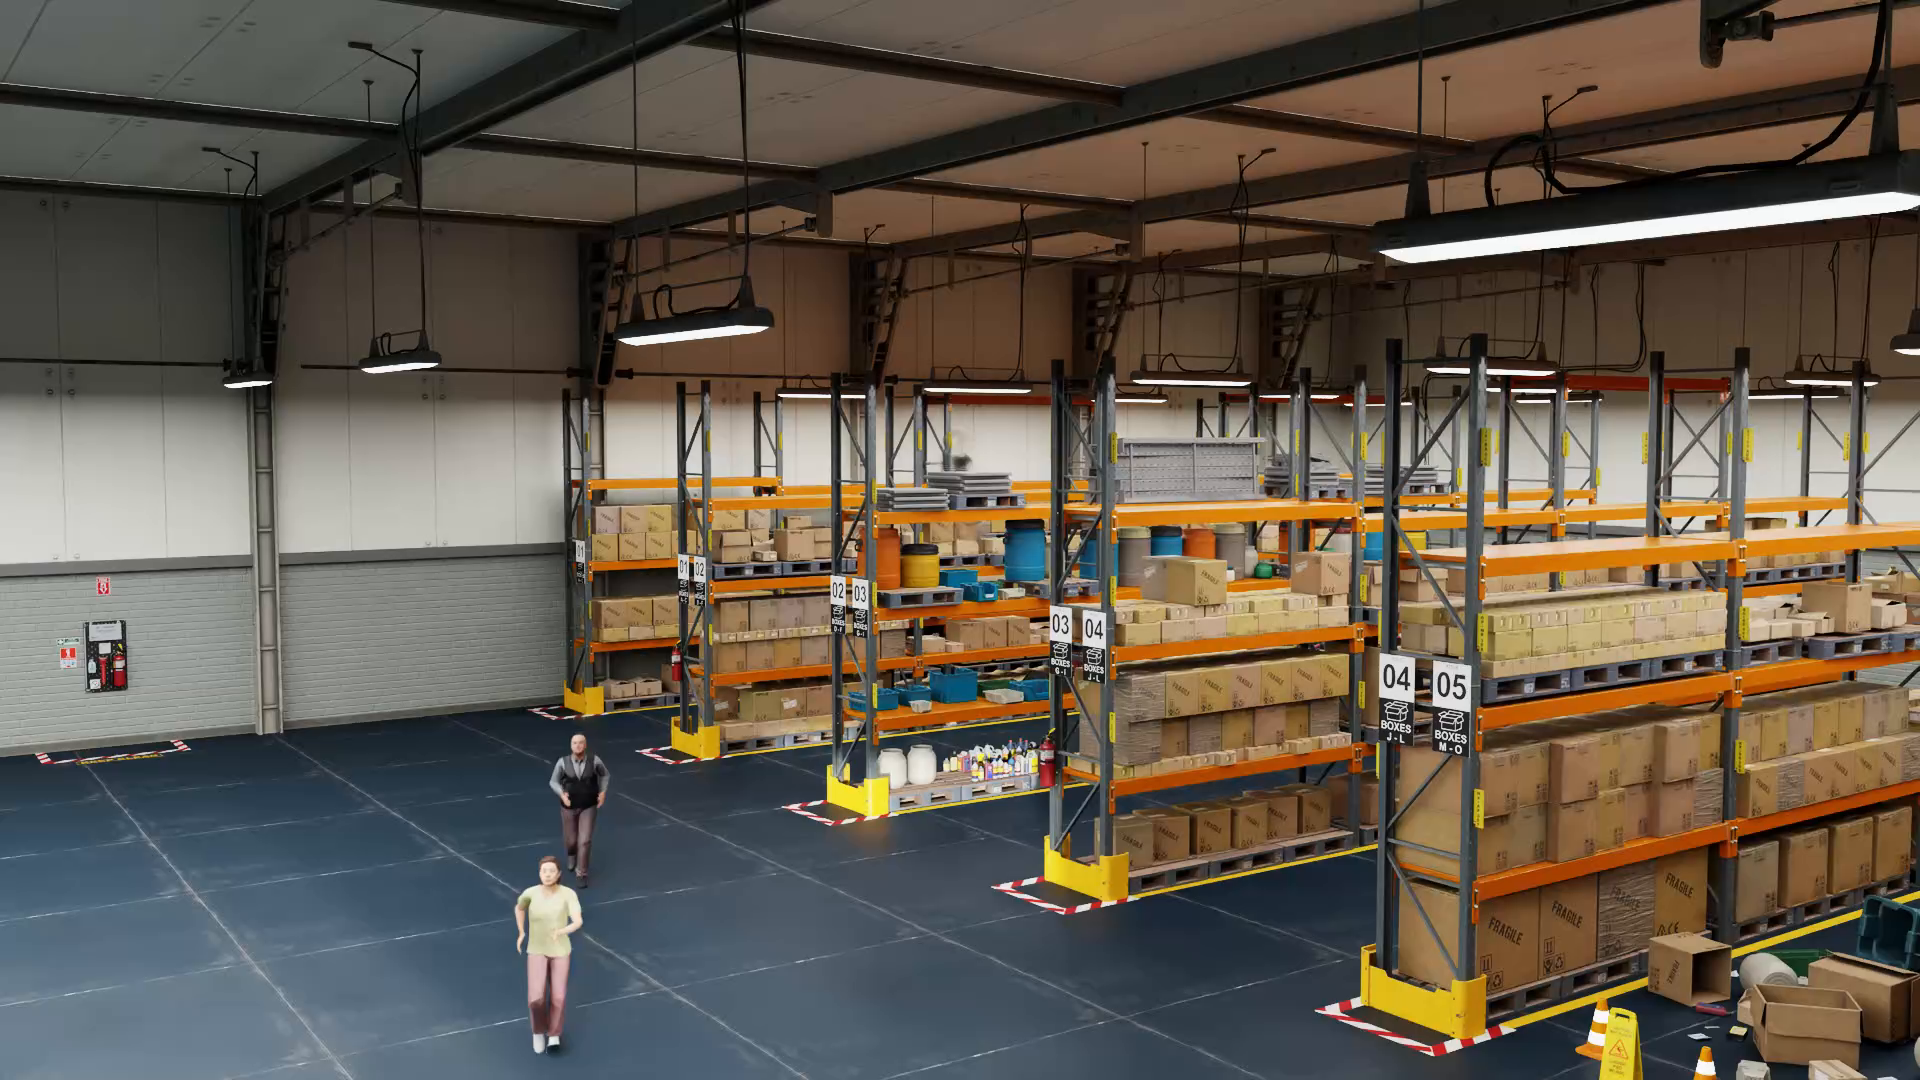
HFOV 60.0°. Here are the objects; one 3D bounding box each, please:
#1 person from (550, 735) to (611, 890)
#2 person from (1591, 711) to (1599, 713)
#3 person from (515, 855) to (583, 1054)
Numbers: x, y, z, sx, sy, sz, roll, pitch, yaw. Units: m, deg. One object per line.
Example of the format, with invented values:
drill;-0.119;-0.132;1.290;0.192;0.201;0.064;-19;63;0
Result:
person;-4.373;3.124;19.170;0.684;1.649;0.772;-1;4;-11
person;8.168;3.000;21.309;0.718;1.632;0.631;-3;5;-38
person;-3.411;3.439;13.789;0.560;1.639;0.628;-1;4;-11
